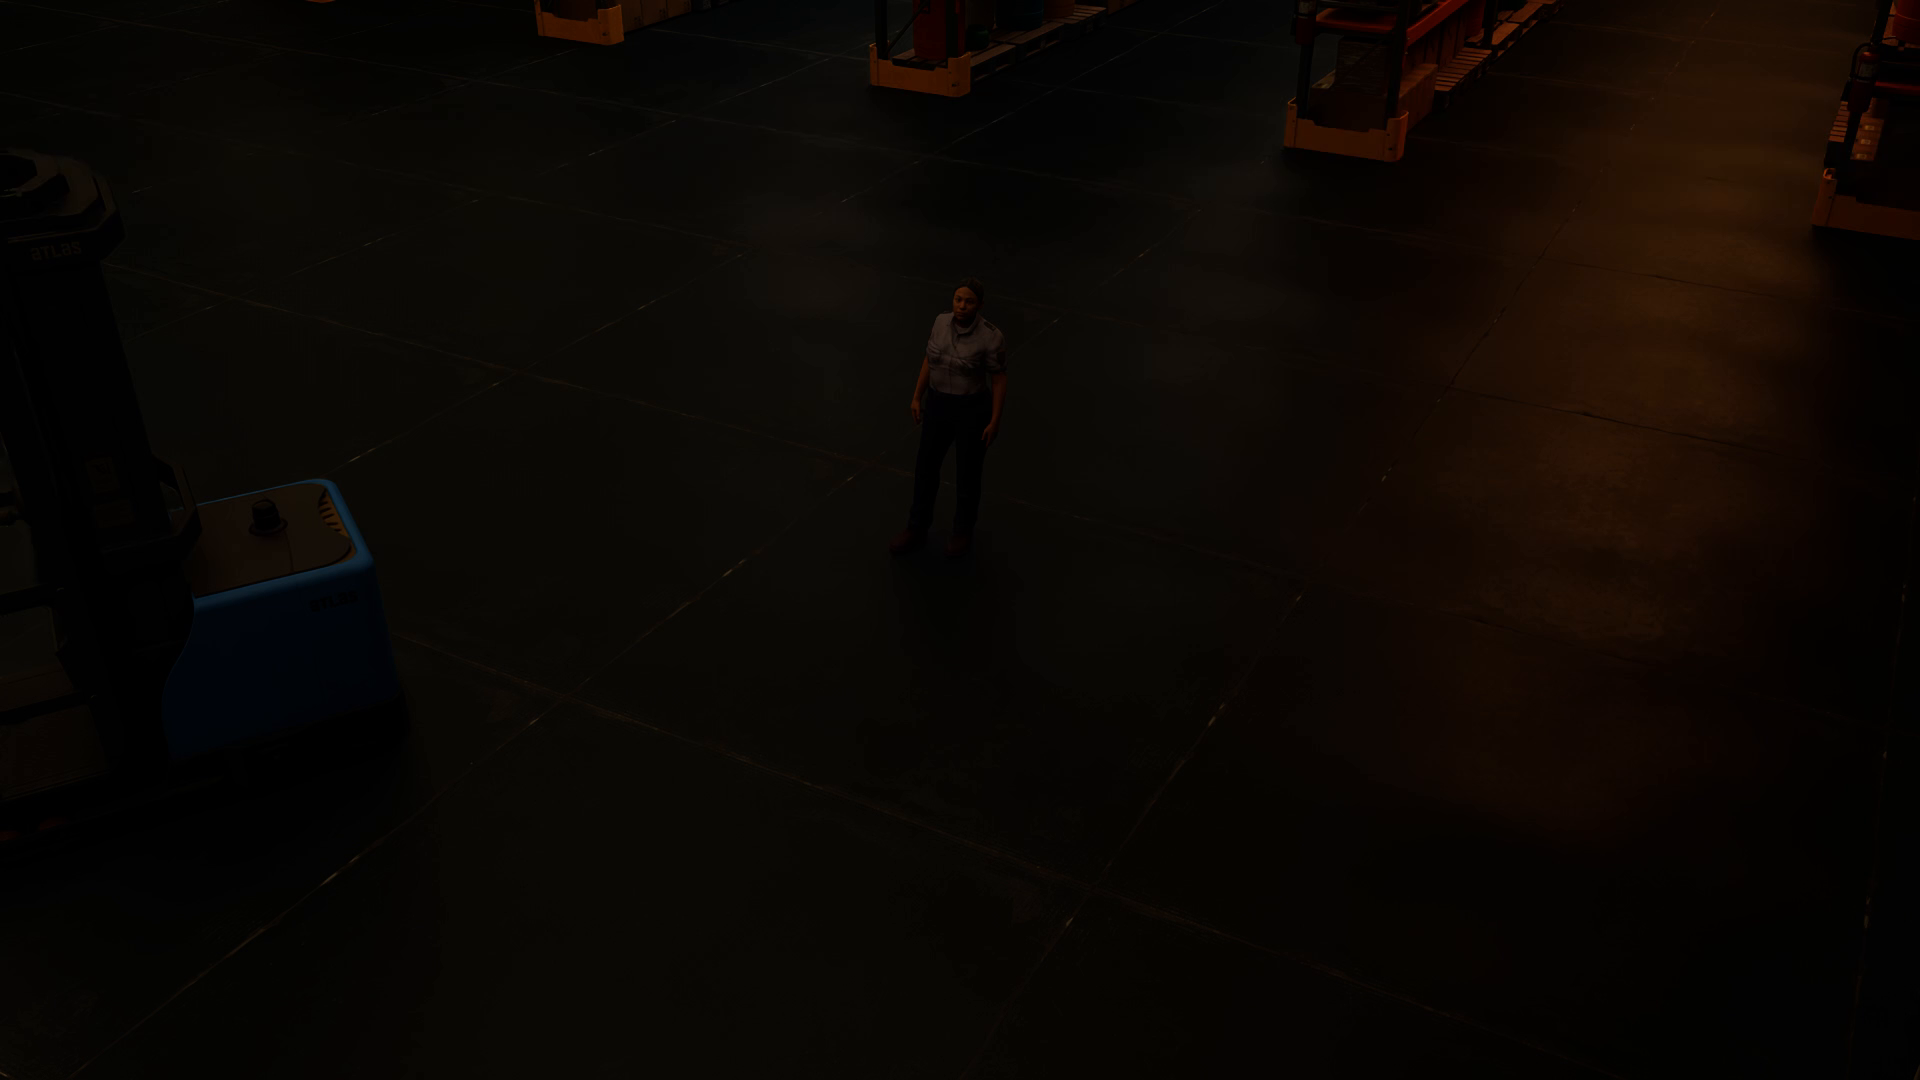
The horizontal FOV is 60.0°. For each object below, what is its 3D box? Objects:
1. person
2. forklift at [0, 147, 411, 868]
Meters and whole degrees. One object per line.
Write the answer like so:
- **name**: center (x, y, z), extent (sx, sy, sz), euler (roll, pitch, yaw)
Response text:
- **person**: center (-0.063, -0.687, 9.529), extent (0.598, 1.651, 0.503), euler (15, 33, 25)
- **forklift**: center (-4.260, -0.102, 7.248), extent (3.031, 2.935, 1.130), euler (-16, 33, -25)
